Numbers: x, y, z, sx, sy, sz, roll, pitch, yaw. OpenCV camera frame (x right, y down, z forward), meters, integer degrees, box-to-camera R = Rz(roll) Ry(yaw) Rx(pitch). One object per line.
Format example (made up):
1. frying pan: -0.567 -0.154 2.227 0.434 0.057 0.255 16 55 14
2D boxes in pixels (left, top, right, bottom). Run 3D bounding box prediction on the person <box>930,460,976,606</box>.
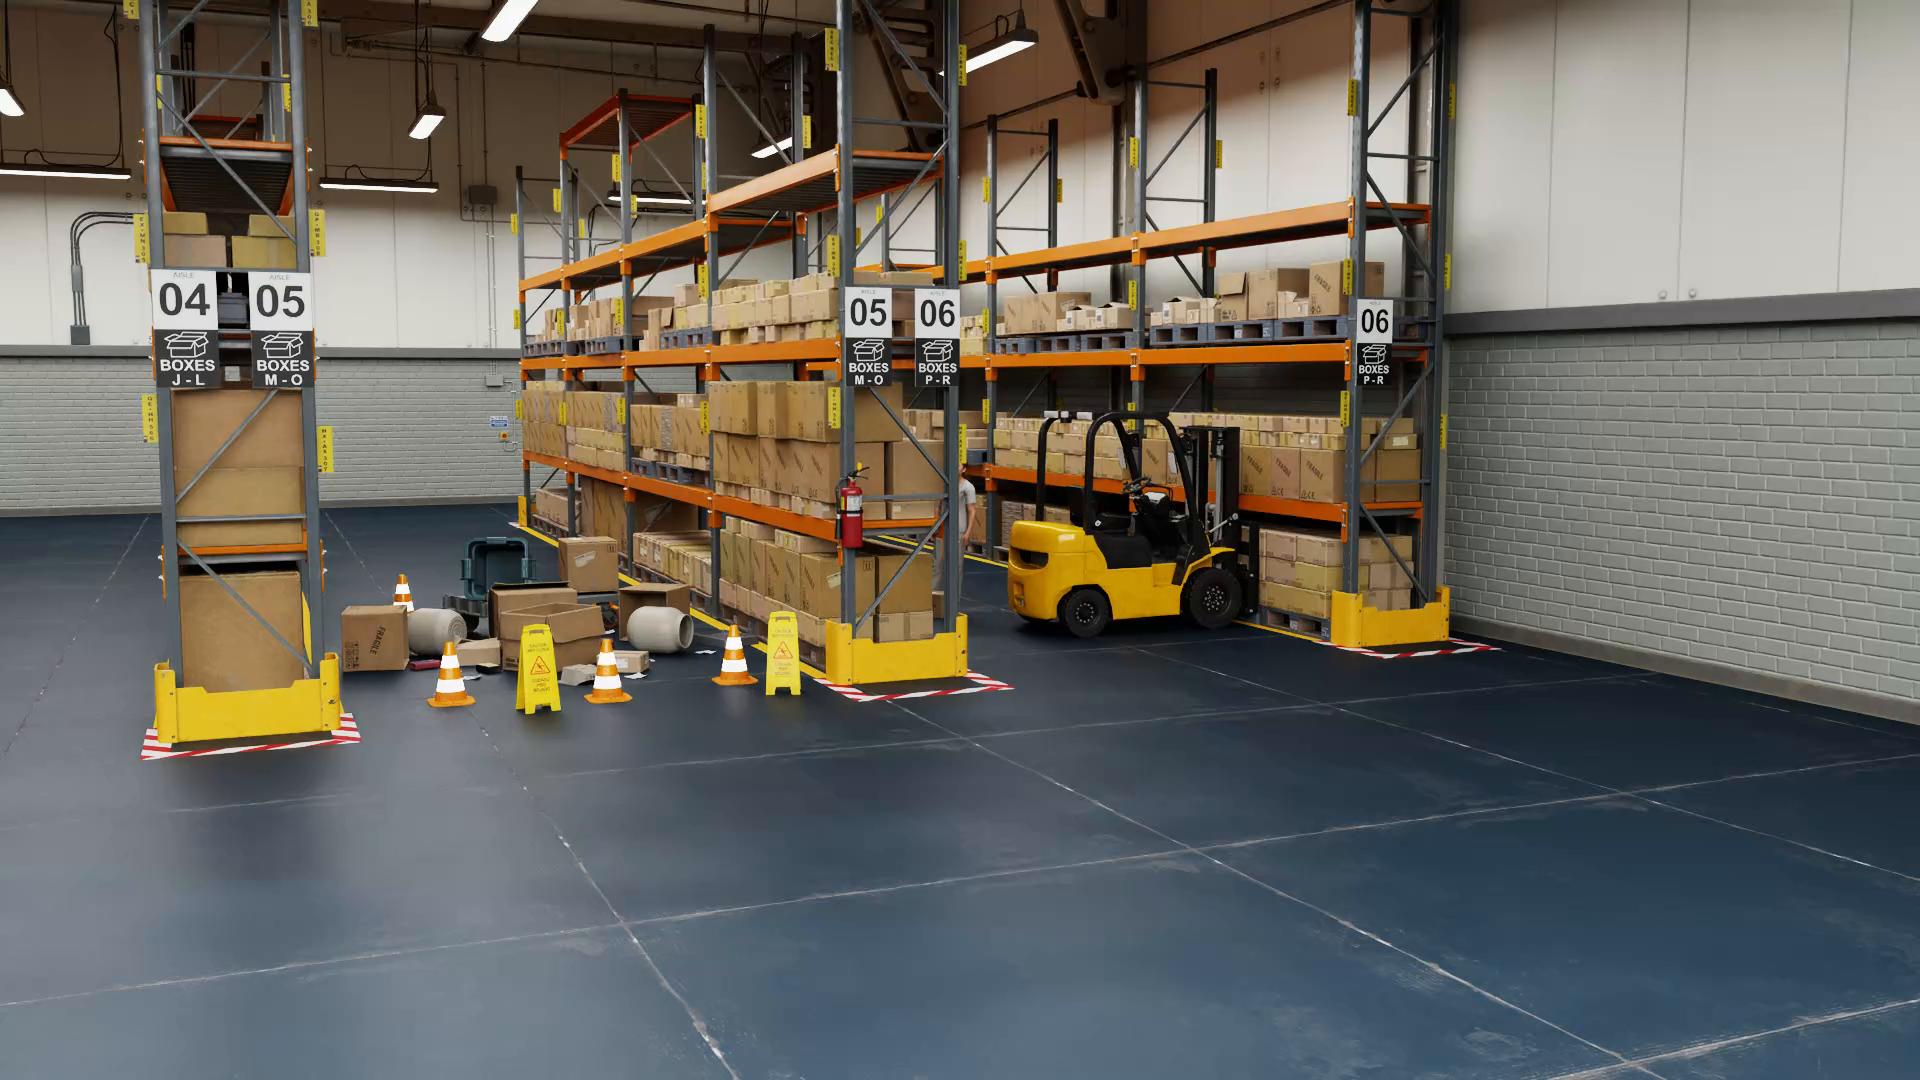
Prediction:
1. person: -0.125 -0.061 17.516 0.550 1.675 0.549 4 7 37
